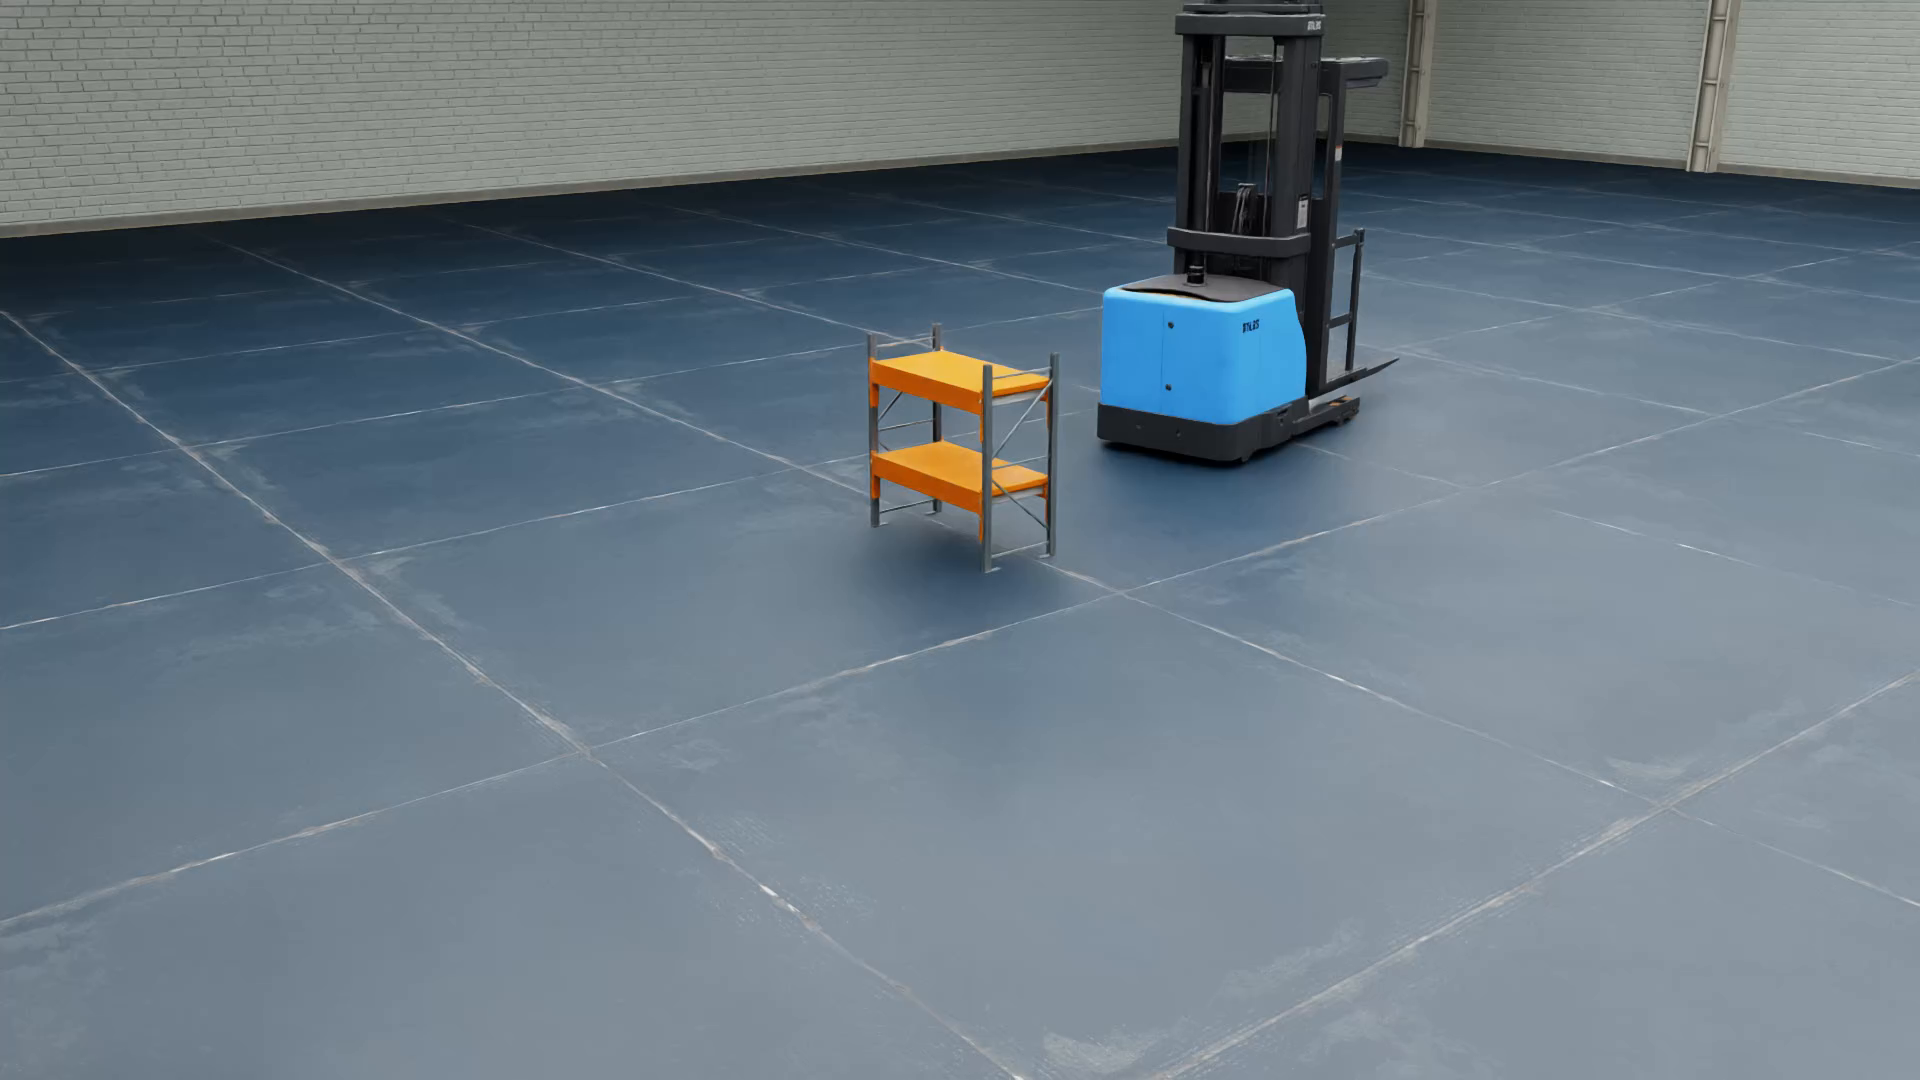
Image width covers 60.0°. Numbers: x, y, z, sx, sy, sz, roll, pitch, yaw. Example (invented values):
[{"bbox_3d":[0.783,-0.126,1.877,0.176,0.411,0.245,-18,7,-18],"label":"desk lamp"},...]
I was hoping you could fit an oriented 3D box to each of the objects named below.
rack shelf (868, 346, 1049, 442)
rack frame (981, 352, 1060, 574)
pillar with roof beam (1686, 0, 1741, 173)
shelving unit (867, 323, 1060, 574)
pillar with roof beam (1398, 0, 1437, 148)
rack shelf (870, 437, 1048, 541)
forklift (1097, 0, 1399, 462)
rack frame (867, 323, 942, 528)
[{"bbox_3d":[0.004,-0.810,9.089,0.538,0.278,1.000,-14,23,-36],"label":"rack shelf"},{"bbox_3d":[0.320,-0.407,8.802,0.500,1.125,0.032,-14,23,-36],"label":"rack frame"},{"bbox_3d":[9.247,-9.707,24.361,9.100,9.000,0.400,-14,23,-36],"label":"pillar with roof beam"},{"bbox_3d":[0.004,-0.532,9.181,0.538,1.125,1.048,-14,23,-36],"label":"shelving unit"},{"bbox_3d":[5.521,-11.185,28.826,9.100,9.000,0.400,-14,23,-36],"label":"pillar with roof beam"},{"bbox_3d":[0.004,-0.300,9.258,0.538,0.278,1.000,-14,23,-36],"label":"rack shelf"},{"bbox_3d":[2.228,-2.292,11.623,1.130,2.935,3.031,14,23,36],"label":"forklift"},{"bbox_3d":[-0.311,-0.658,9.559,0.500,1.125,0.032,-14,23,-36],"label":"rack frame"}]
